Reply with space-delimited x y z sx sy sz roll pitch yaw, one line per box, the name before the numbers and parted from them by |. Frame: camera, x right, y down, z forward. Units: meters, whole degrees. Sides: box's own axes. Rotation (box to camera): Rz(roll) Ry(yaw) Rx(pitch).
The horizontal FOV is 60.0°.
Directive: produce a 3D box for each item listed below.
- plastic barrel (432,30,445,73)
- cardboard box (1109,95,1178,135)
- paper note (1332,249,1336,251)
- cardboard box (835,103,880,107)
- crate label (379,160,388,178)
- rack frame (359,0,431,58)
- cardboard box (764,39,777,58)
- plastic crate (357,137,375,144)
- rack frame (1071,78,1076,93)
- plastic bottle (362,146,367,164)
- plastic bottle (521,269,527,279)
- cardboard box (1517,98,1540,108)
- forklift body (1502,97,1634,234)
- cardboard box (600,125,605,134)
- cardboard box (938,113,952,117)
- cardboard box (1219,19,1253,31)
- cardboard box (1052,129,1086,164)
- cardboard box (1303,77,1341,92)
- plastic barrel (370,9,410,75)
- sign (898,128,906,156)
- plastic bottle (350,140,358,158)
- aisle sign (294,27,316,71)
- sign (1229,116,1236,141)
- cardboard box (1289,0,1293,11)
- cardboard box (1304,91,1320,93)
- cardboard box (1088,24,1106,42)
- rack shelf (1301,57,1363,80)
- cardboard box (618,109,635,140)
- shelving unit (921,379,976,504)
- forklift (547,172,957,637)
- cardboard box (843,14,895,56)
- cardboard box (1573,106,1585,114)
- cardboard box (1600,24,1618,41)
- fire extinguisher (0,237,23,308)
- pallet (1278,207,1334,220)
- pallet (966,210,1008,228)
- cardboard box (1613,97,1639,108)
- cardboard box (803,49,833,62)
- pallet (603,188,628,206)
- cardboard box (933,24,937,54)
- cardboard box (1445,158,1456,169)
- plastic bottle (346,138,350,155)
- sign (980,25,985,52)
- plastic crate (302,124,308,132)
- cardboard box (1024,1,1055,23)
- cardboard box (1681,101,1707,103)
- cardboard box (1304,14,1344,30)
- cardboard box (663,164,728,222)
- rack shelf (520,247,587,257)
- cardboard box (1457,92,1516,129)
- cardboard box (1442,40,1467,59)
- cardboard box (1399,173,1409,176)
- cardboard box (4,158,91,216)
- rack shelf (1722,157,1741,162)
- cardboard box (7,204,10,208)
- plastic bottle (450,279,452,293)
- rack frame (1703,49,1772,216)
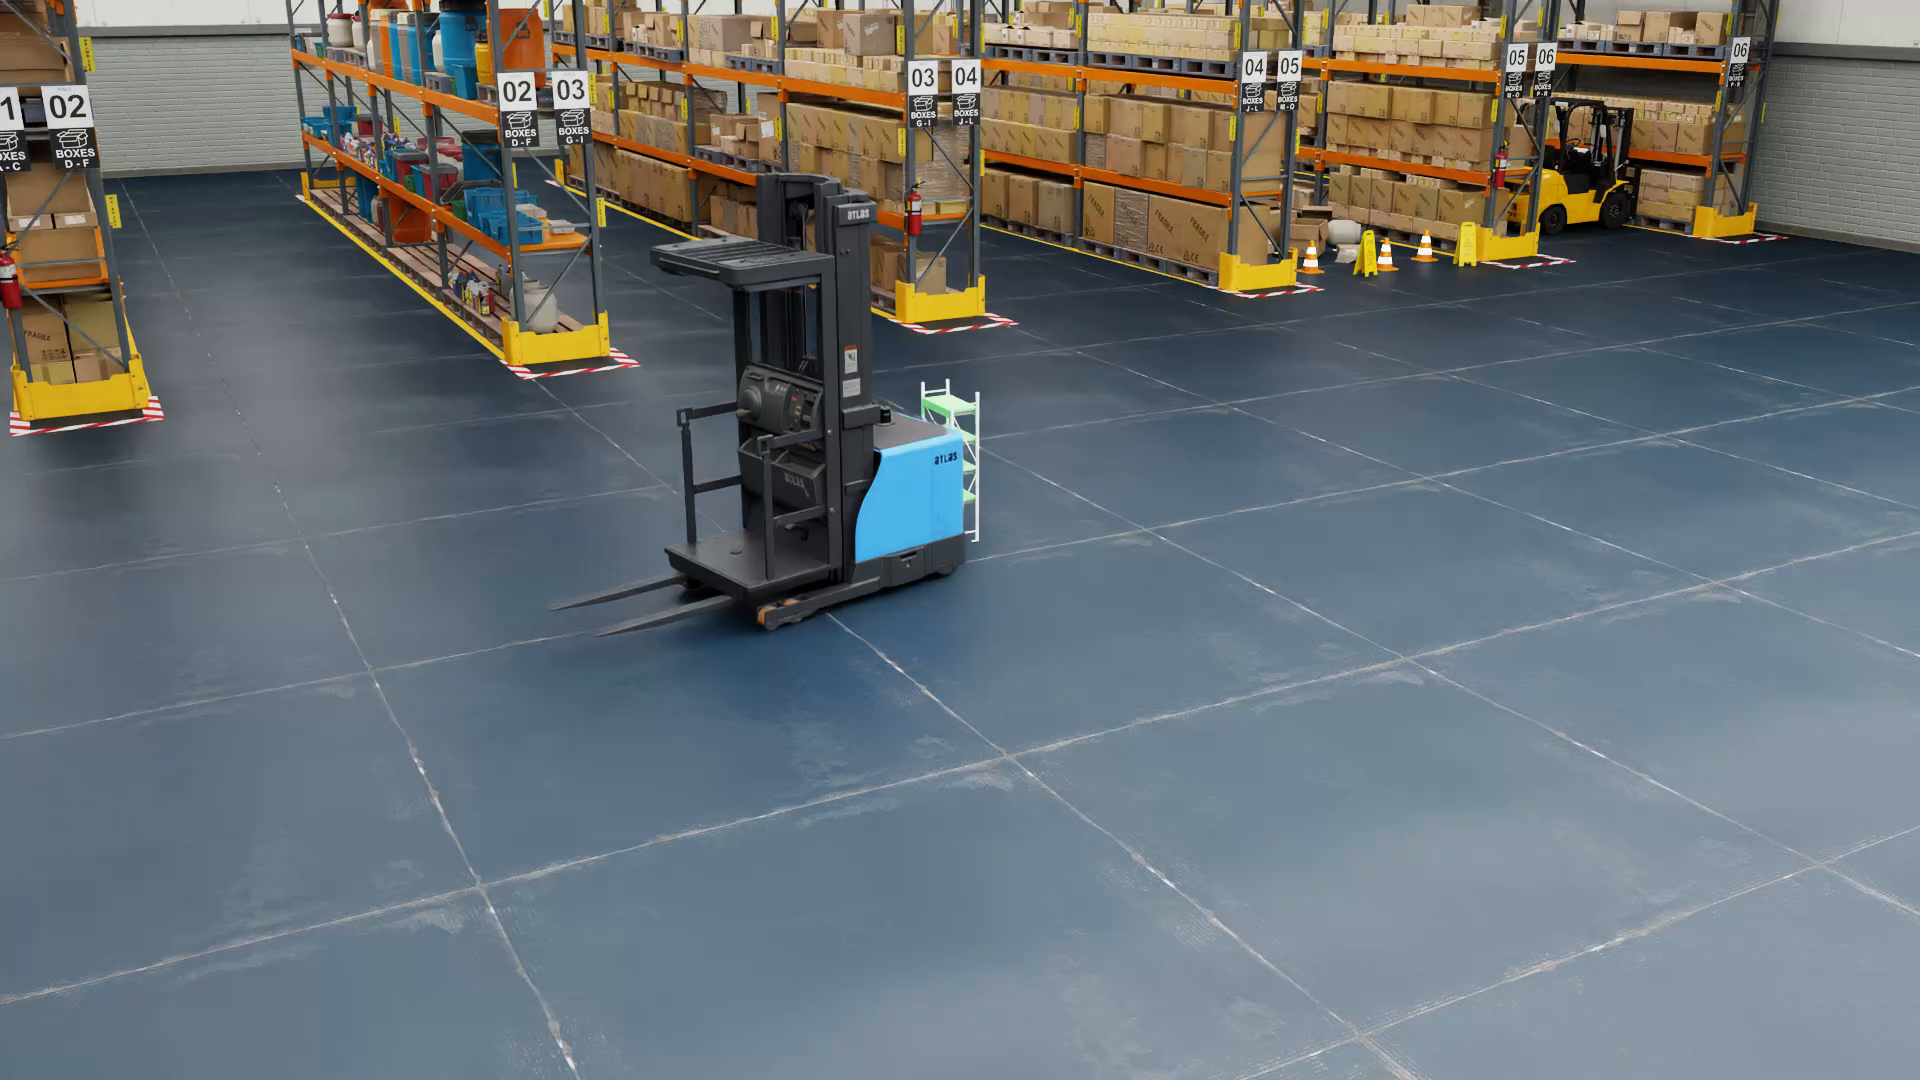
plastic barrel | -6.442 -6.177 21.019 0.421 0.512 0.421 0 19 0
cardboard box | 2.807 -6.498 25.479 0.875 0.550 0.550 -10 21 -27
paper note | 6.034 -4.637 26.539 0.148 0.019 0.142 -3 19 -8
cardboard box | -1.421 -5.859 23.371 0.500 0.500 0.500 -10 21 -27
crate label | -8.503 -5.552 24.878 0.303 0.233 0.416 -10 21 -27
rack frame | -8.373 -8.646 24.391 1.000 3.000 0.127 -10 21 -27
cardboard box | -2.649 -7.236 24.467 0.396 0.266 0.258 -9 21 -25
plastic crate | -10.368 -7.017 29.182 0.396 0.136 0.243 -10 21 -27
rack frame | 2.808 -9.260 35.369 1.000 3.000 0.127 -10 21 -27
plastic bottle | -9.484 -6.133 26.485 0.061 0.283 0.133 -10 21 -27
plastic bottle | -5.670 -3.329 21.568 0.144 0.351 0.185 -10 21 -27
cardboard box | 10.615 -8.151 31.007 0.380 0.149 0.250 -9 21 -25
forklift body | 10.366 -6.446 28.514 2.313 2.155 1.214 -10 21 -27
cardboard box | -6.591 -7.791 31.496 0.380 0.149 0.250 -10 22 -28
cardboard box | -0.237 -7.608 29.866 0.380 0.149 0.250 -9 21 -26
cardboard box | 3.739 -6.986 22.545 0.380 0.149 0.250 -10 21 -26
cardboard box | 1.815 -6.324 26.705 0.500 0.500 0.500 -10 21 -27
cardboard box | 7.826 -9.728 35.929 0.700 0.500 0.500 -10 21 -27
plastic barrel | -8.174 -7.195 24.018 0.600 0.901 0.600 0 19 0
sign | -0.714 -4.897 20.465 0.100 0.325 0.005 -10 21 -27
plastic bottle | -9.949 -6.442 27.391 0.152 0.276 0.135 -10 21 -27
aisle sign | -12.468 -9.310 31.528 0.394 0.787 0.004 -10 21 -27
sign | 3.713 -5.599 22.620 0.100 0.325 0.005 -10 21 -27
cardboard box | 7.380 -11.834 36.727 0.396 0.266 0.258 -10 22 -27
cardboard box | 6.175 -7.817 29.933 0.500 0.500 0.500 -10 21 -27
cardboard box | 2.284 -7.718 25.277 0.500 0.250 0.500 -10 21 -26
rack shelf | 5.657 -8.616 30.006 1.077 0.370 4.000 -10 21 -27
cardboard box | -5.915 -7.602 30.409 0.500 0.500 0.500 -10 21 -26
shelving unit | -0.081 -0.616 13.078 0.258 1.200 0.492 -10 21 -27
forklift | -1.410 -0.963 11.430 3.031 2.935 1.121 -16 24 -38
cardboard box | -1.174 -6.528 21.478 0.500 0.500 0.500 -10 21 -27
cardboard box | 11.217 -7.728 29.782 0.380 0.149 0.250 -9 21 -25
cardboard box | 11.411 -8.861 29.022 0.396 0.266 0.258 -11 22 -28
fire extinguisher | -9.288 -2.605 16.200 0.296 0.674 0.183 -10 21 -27
pallet | 6.235 -5.869 29.816 1.003 0.211 1.213 -10 21 -27
pallet | 0.707 -5.760 29.500 1.003 0.211 1.213 -10 21 -27
cardboard box | 11.679 -7.664 29.140 0.380 0.149 0.250 -10 21 -26
cardboard box | -1.935 -6.676 22.900 0.380 0.149 0.250 -10 21 -26
pallet | -6.206 -6.637 32.043 1.003 0.211 1.213 -10 21 -27
cardboard box | -0.345 -9.048 30.001 0.500 0.500 0.500 -10 21 -27
cardboard box | 7.819 -5.903 26.026 0.380 0.149 0.250 -10 22 -28
plastic bottle | -10.184 -6.563 27.749 0.097 0.271 0.097 0 19 0
sign | 0.262 -6.196 20.549 0.100 0.325 0.005 -10 21 -27
plastic crate | -12.265 -7.783 31.401 0.250 0.136 0.298 -10 21 -27
cardboard box | 1.733 -11.518 36.362 0.500 0.500 0.500 -10 21 -26
cardboard box | 12.564 -7.437 28.481 0.380 0.149 0.250 -10 21 -26
cardboard box | 6.219 -8.892 28.524 0.500 0.250 0.500 -9 21 -25
cardboard box | -4.324 -5.972 28.454 1.225 0.875 0.875 -11 22 -29
rack shelf | -5.524 -3.815 20.472 0.831 0.071 3.687 -10 21 -27
cardboard box | 8.071 -6.589 25.485 0.700 0.500 0.500 -11 22 -28
cardboard box | 7.800 -7.555 25.603 0.500 0.250 0.500 -10 22 -27
cardboard box | 7.367 -5.943 28.177 0.500 0.500 0.500 -10 21 -26
cardboard box | -9.171 -3.559 16.704 0.700 0.500 0.500 -10 21 -26
rack shelf | 11.923 -6.887 29.375 0.831 0.071 3.687 -10 21 -27
cardboard box | -9.649 -3.402 17.244 0.380 0.149 0.250 -10 21 -26
plastic bottle | -6.660 -3.358 21.880 0.097 0.201 0.097 0 19 0
rack frame | 12.872 -6.585 27.617 1.000 3.000 0.127 -10 21 -27
